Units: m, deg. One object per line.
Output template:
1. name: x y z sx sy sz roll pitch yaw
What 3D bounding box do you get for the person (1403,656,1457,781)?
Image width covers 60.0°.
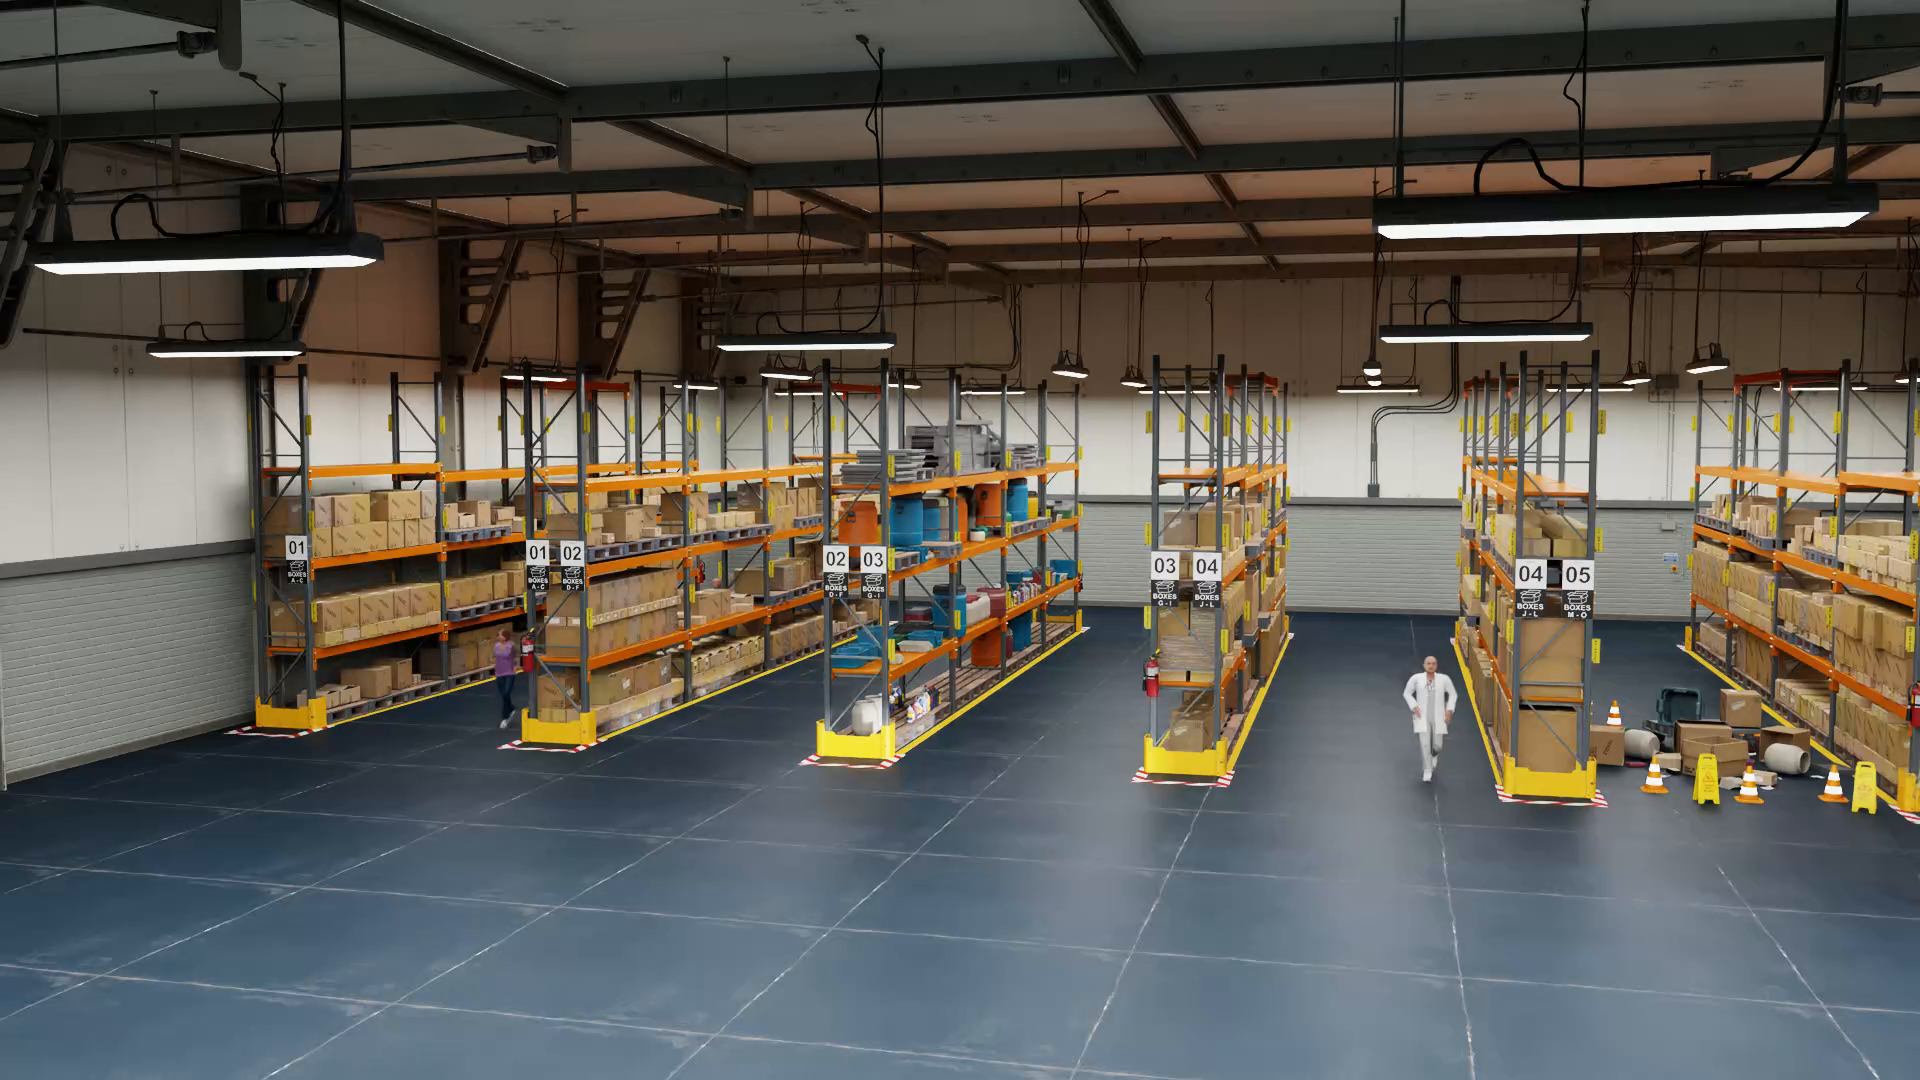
1. person: 6.677 2.511 23.646 0.741 1.743 0.668 1 4 10

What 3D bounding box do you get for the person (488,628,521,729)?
1. person: -7.578 2.296 27.731 0.538 1.635 0.723 1 4 15

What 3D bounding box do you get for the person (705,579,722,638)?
1. person: -5.295 1.676 36.127 0.657 1.670 0.607 1 4 11
